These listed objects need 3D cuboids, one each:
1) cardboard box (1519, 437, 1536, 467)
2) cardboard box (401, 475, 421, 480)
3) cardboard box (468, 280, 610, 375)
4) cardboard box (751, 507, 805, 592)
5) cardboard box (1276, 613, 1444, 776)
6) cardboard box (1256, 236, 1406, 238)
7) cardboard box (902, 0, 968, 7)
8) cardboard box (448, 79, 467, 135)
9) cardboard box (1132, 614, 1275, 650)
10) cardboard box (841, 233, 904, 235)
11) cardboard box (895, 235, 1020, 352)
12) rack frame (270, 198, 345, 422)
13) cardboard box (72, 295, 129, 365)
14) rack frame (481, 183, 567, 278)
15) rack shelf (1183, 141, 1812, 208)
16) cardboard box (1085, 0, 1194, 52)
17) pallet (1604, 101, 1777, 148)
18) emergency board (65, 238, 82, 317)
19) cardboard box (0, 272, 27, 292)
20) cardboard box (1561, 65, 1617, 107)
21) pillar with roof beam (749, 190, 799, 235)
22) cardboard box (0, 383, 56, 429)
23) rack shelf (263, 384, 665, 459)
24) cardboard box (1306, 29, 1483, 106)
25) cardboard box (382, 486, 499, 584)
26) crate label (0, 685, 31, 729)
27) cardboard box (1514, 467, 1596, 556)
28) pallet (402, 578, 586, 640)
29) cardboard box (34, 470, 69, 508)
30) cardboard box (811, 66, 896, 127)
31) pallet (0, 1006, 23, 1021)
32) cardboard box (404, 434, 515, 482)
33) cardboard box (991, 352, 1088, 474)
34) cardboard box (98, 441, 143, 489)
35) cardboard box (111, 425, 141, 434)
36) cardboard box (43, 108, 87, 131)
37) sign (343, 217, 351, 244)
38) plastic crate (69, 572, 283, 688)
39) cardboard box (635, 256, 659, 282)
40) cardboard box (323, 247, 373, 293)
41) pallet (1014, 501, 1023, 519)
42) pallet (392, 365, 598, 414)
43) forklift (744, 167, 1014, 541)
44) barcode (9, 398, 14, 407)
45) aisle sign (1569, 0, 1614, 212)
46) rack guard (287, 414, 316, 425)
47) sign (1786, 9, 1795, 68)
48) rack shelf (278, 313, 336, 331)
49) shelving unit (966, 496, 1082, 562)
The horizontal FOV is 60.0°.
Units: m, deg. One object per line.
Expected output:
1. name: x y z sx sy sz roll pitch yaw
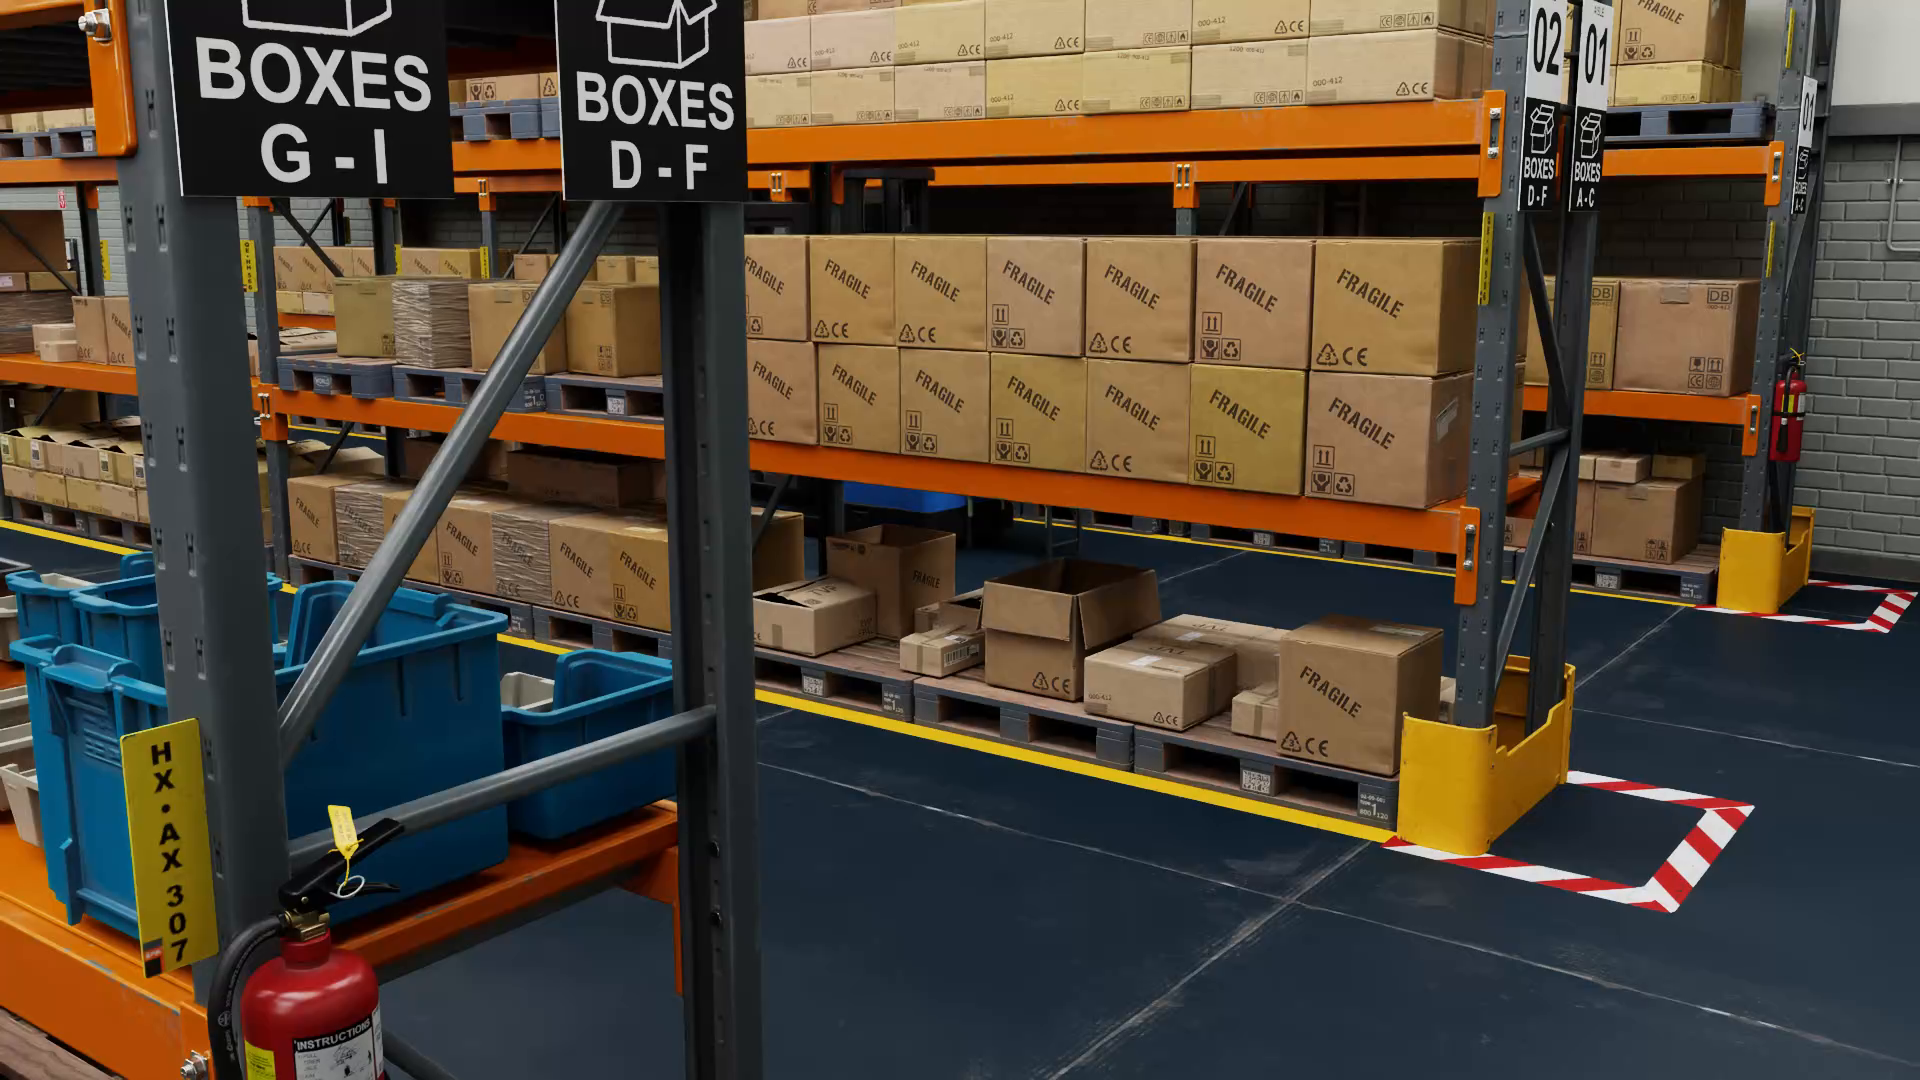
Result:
1. cardboard box: 3.938 -0.616 11.582 0.250 0.149 0.380 8 14 36
2. cardboard box: -3.326 -0.185 11.011 0.500 0.500 0.500 9 14 38
3. cardboard box: -2.455 -1.260 9.777 0.500 0.500 0.700 4 12 21
4. cardboard box: -1.241 0.104 9.518 0.500 0.500 0.500 7 13 33
5. cardboard box: 1.645 0.622 6.841 0.500 0.500 0.500 8 13 36
6. cardboard box: 1.602 -1.054 7.184 0.500 0.500 0.500 8 14 36
7. cardboard box: 0.145 -2.646 7.518 0.500 0.500 0.700 8 13 36
8. cardboard box: -3.017 -2.627 10.053 0.500 0.500 0.910 8 13 36
9. cardboard box: 1.153 0.551 7.865 0.500 0.250 0.500 8 13 36
10. cardboard box: -0.434 -1.338 8.655 0.500 0.500 0.500 8 14 36
11. cardboard box: 0.049 -1.144 7.649 0.500 0.500 0.500 7 13 34
12. rack frame: -7.738 -2.924 19.744 0.127 3.000 1.000 8 13 36
13. cardboard box: -6.409 -1.616 12.723 0.500 0.500 0.500 9 14 40
14. rack frame: -4.514 -2.474 17.420 0.127 3.000 1.000 8 13 36
15. rack shelf: 3.546 -2.469 11.392 4.000 0.370 1.077 8 13 36
16. cardboard box: 0.860 -2.142 6.887 0.500 0.250 0.500 8 13 36
17. pallet: 4.554 -2.636 10.593 1.213 0.211 1.003 8 13 36
18. emergency board: -13.467 -3.936 24.975 0.643 1.169 0.194 8 13 36
19. cardboard box: -7.789 -2.080 13.415 0.250 0.149 0.380 8 13 35
20. cardboard box: 3.991 -2.879 10.643 0.500 0.250 0.500 7 13 33
21. pillar with roof beam: -4.374 -4.589 12.559 0.400 9.000 9.100 8 13 36
22. cardboard box: -8.039 -1.095 14.449 0.500 0.500 0.500 8 13 36
23. rack shelf: -2.607 -0.687 10.079 4.000 0.370 1.077 8 13 36
24. cardboard box: 1.659 -1.782 6.343 0.500 0.250 0.500 8 13 36
25. cardboard box: -3.195 -0.044 10.283 0.500 0.500 0.500 8 13 35
26. crate label: -1.934 0.366 3.279 0.243 0.136 0.396 8 13 36
27. cardboard box: 4.132 -0.223 11.262 0.500 0.500 0.700 8 13 35
28. pallet: -2.660 0.331 10.265 1.213 0.211 1.003 8 13 36
29. cardboard box: -6.853 -0.430 12.990 0.500 0.250 0.500 8 14 37
30. cardboard box: -0.349 -2.065 7.806 0.500 0.250 0.500 8 13 36
31. pallet: -3.314 1.388 4.799 1.213 0.211 1.003 8 13 36
32. cardboard box: -3.278 -0.547 10.910 0.500 0.250 0.500 9 14 38
33. cardboard box: 0.482 -0.595 7.445 0.500 0.500 0.500 8 13 35
34. cardboard box: -6.017 -0.589 12.336 0.500 0.311 0.500 8 14 37
35. cardboard box: -6.524 -0.787 13.360 0.500 0.311 0.500 8 14 37
36. cardboard box: -6.508 -3.188 12.505 0.500 0.250 0.500 6 13 30
37. sign: -7.393 -3.730 20.032 0.005 0.325 0.100 8 13 36
38. plastic crate: -1.771 0.218 3.786 0.300 0.233 0.416 8 13 36
39. cardboard box: -2.692 -2.477 16.016 0.500 0.500 0.700 8 13 36
40. cardboard box: -6.726 -3.012 18.570 0.500 0.500 0.500 7 13 34
41. pallet: 0.280 -0.418 14.133 1.213 0.211 1.003 8 13 36
42. pallet: -2.649 -0.953 10.065 1.213 0.211 1.003 8 13 36
43. forklift: -1.045 -1.580 12.982 3.031 2.935 1.130 9 14 39
44. barcode: -7.484 -1.083 13.124 0.075 0.075 0.001 8 13 36
45. aisle sign: 2.458 -1.680 6.470 0.004 0.787 0.394 8 13 36
46. rack guard: -7.677 -1.688 19.938 0.348 0.500 1.175 8 13 36
47. sign: 4.826 -2.912 9.663 0.005 0.325 0.100 8 13 36
48. rack shelf: -6.126 -2.346 18.651 4.000 0.370 1.077 8 13 36
49. shelving unit: 0.465 -0.657 11.978 0.755 1.500 0.431 9 14 39
